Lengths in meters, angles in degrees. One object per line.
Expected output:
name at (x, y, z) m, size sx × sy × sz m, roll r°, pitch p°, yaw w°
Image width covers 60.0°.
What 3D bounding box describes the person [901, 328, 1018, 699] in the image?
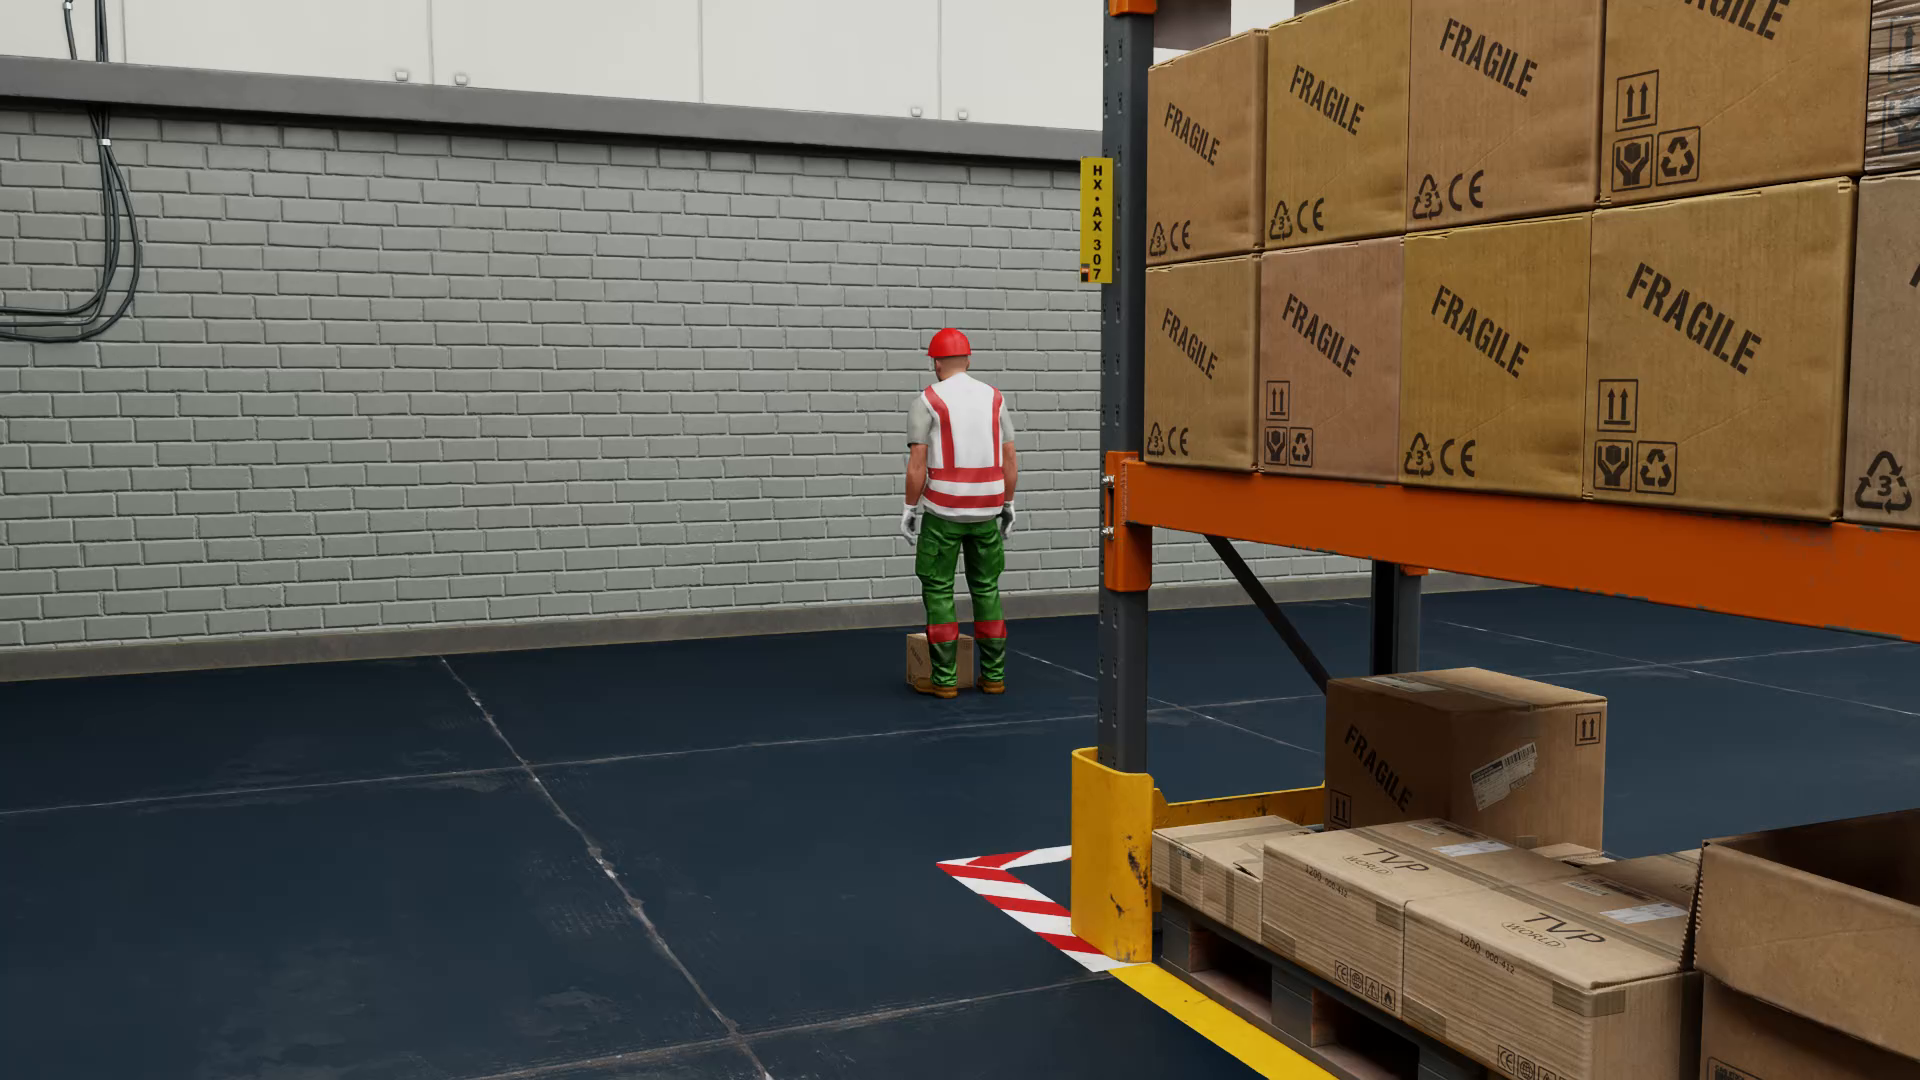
person at (-0.004, -0.135, 8.073) m, size 0.606 × 1.778 × 0.453 m, roll -2°, pitch 6°, yaw -24°
